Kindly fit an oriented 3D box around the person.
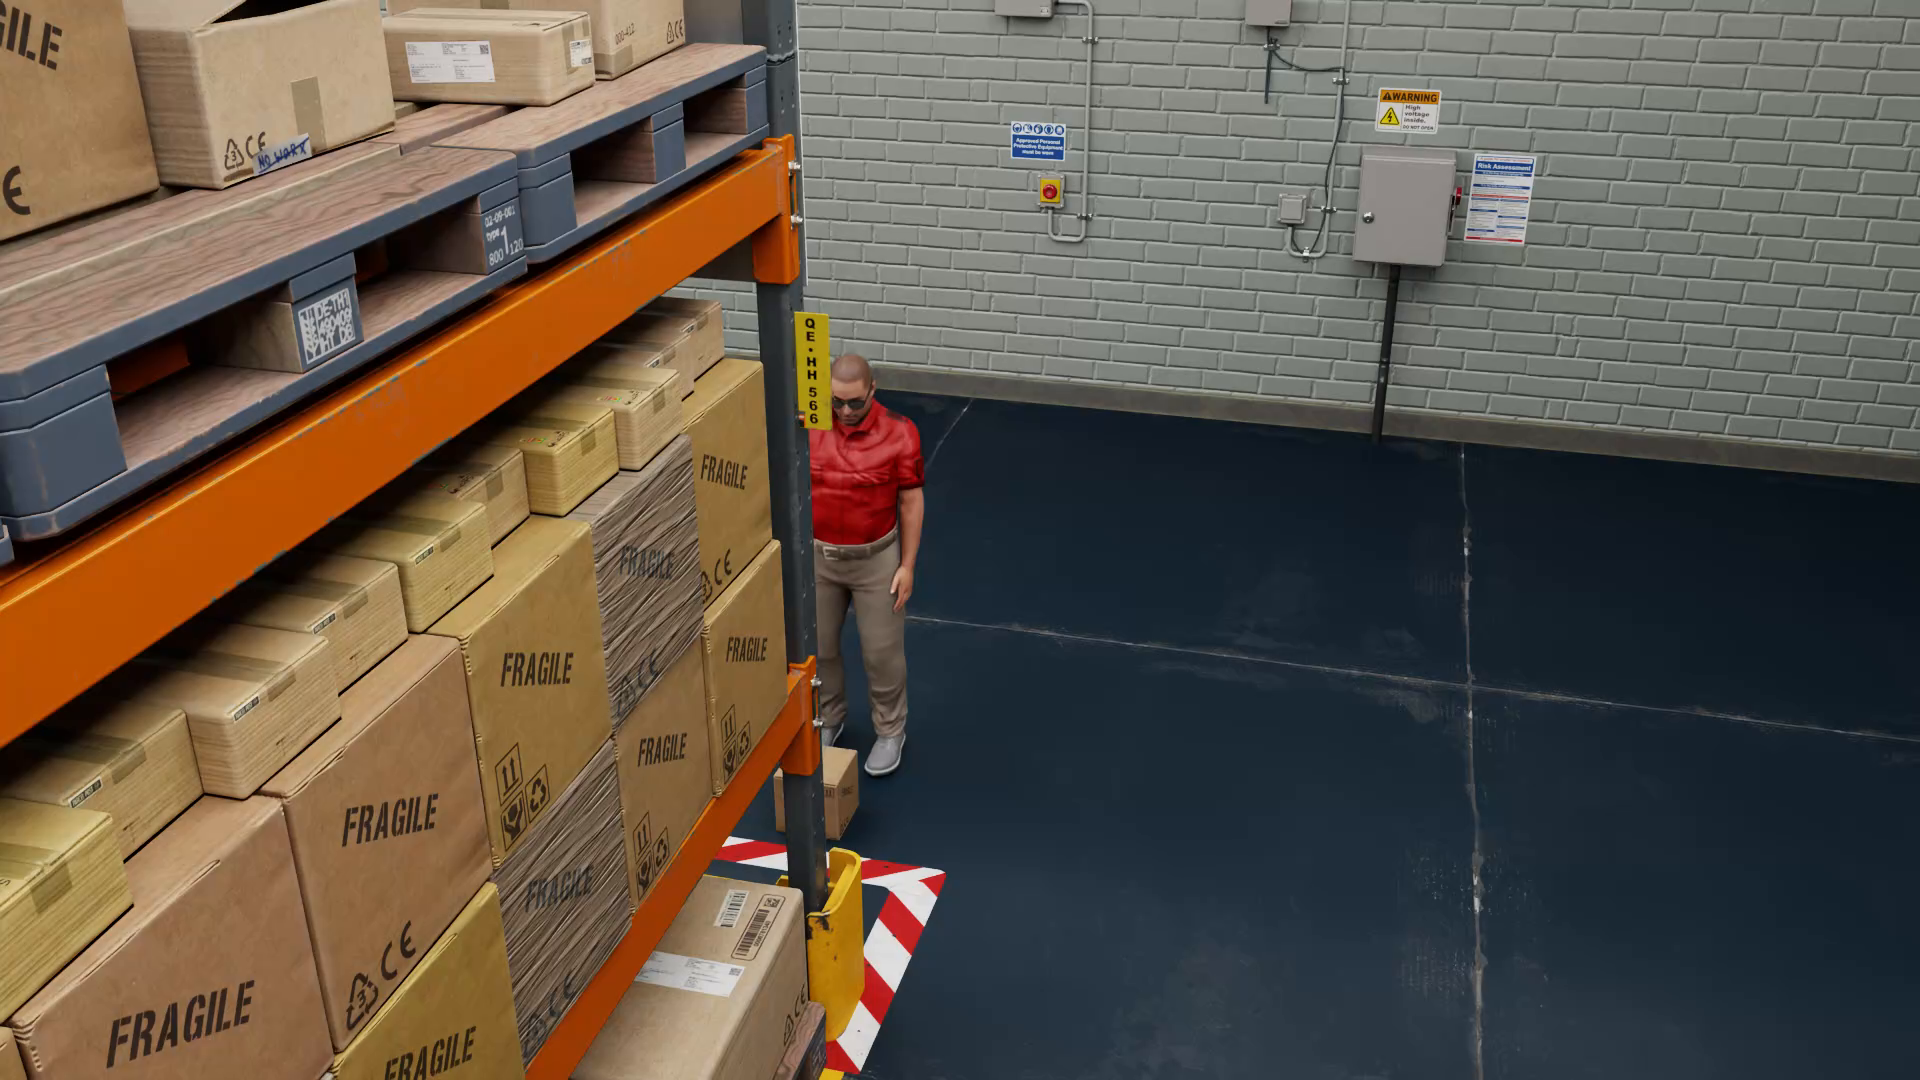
[{"bbox_3d":[-0.400,0.094,6.452,0.534,1.719,0.356,7,26,14],"label":"person"}]
